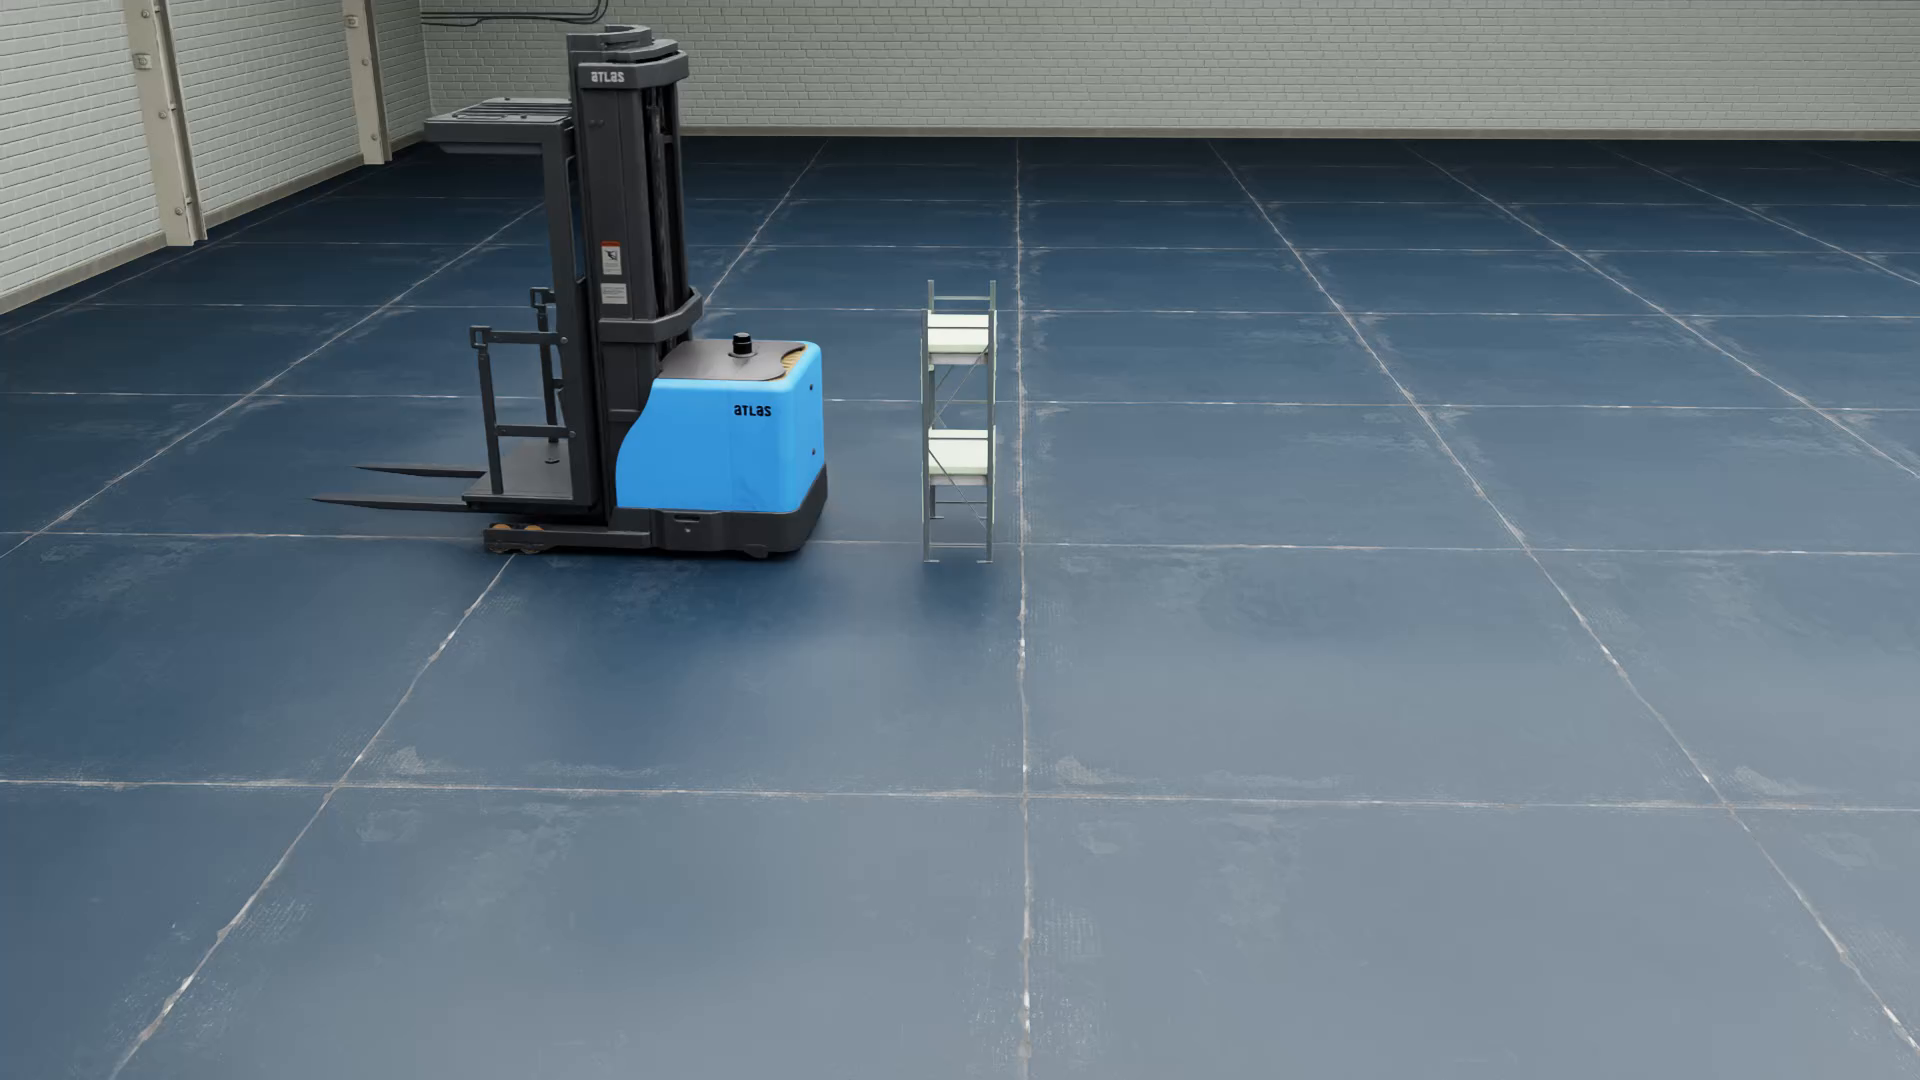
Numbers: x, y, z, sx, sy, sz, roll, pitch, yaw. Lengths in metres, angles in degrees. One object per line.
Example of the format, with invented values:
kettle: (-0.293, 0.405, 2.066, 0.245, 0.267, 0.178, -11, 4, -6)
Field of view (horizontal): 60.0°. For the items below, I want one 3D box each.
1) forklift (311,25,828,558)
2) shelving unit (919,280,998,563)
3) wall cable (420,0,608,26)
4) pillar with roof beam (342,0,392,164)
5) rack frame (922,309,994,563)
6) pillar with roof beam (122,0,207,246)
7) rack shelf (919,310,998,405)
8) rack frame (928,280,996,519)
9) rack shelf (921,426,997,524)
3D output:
forklift: (-2.388, -1.470, 9.766, 3.031, 2.935, 1.130, 2, 21, 6)
shelving unit: (0.000, -0.702, 9.764, 0.431, 1.500, 0.755, 1, 21, 2)
wall cable: (-7.071, -9.301, 25.853, 3.097, 2.526, 0.112, 1, 21, 2)
pillar with roof beam: (-4.180, -9.651, 22.462, 9.100, 9.000, 0.400, 1, 21, 2)
rack frame: (-0.011, -0.569, 9.423, 0.400, 1.500, 0.023, 1, 21, 2)
pillar with roof beam: (-4.362, -7.482, 16.871, 9.100, 9.000, 0.400, 1, 21, 2)
rack shelf: (0.000, -1.065, 9.623, 0.431, 0.370, 0.720, 1, 21, 2)
rack frame: (0.011, -0.834, 10.105, 0.400, 1.500, 0.023, 1, 21, 2)
rack shelf: (0.000, -0.398, 9.882, 0.431, 0.370, 0.720, 1, 21, 2)
